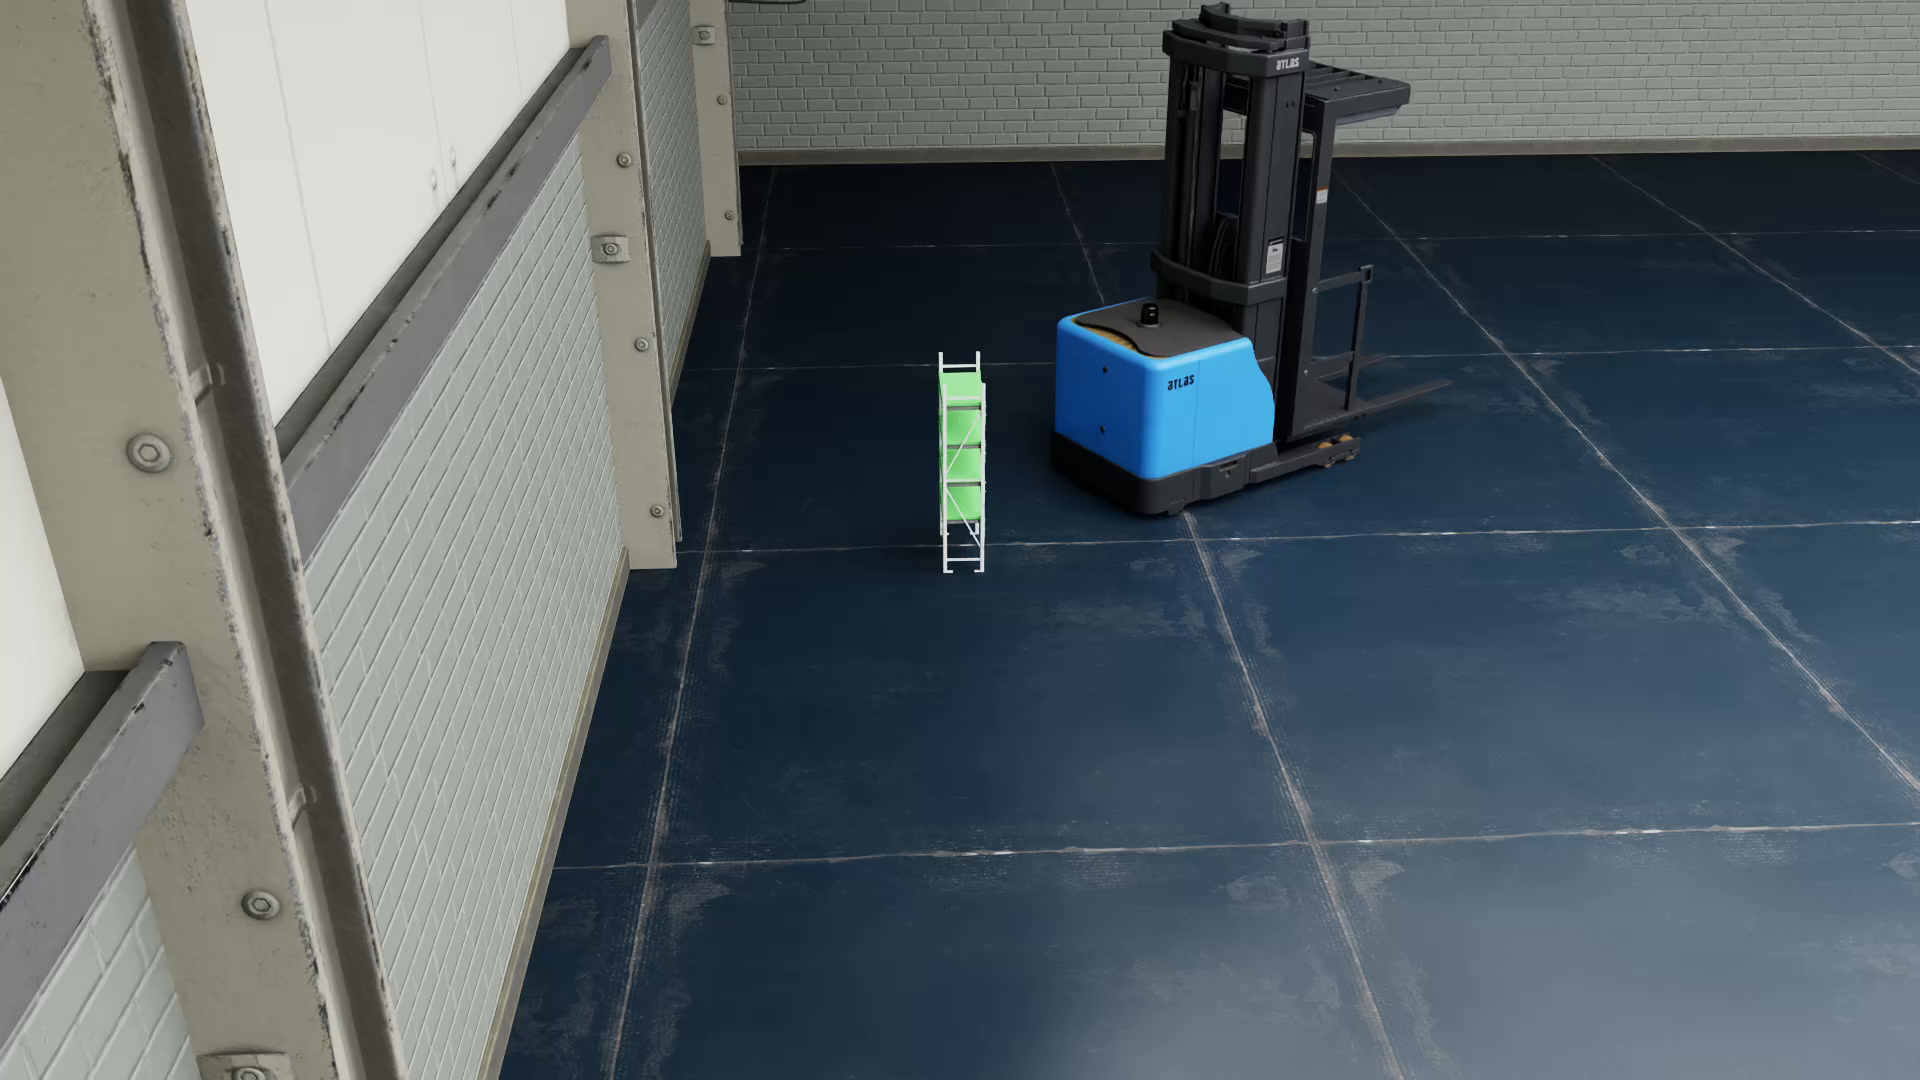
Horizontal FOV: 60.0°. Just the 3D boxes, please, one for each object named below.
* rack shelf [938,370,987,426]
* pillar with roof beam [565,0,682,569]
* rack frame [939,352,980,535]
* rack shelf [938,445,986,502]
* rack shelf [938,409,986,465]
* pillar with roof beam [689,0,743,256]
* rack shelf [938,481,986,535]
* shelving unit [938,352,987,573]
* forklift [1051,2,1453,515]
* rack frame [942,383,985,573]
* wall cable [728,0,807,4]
[{"bbox_3d":[0.009,-0.824,9.634,0.258,0.148,0.480,-1,28,-3],"label":"rack shelf"},{"bbox_3d":[2.437,-4.015,8.217,9.100,9.000,0.400,-1,28,-3],"label":"pillar with roof beam"},{"bbox_3d":[-0.004,-0.568,10.042,0.240,1.200,0.015,-1,28,-3],"label":"rack frame"},{"bbox_3d":[0.009,-0.399,9.856,0.258,0.148,0.480,-1,28,-3],"label":"rack shelf"},{"bbox_3d":[0.009,-0.612,9.745,0.258,0.148,0.480,-1,28,-3],"label":"rack shelf"},{"bbox_3d":[2.124,-6.786,13.530,9.100,9.000,0.400,-1,28,-3],"label":"pillar with roof beam"},{"bbox_3d":[0.009,-0.186,9.966,0.258,0.148,0.480,-1,28,-3],"label":"rack shelf"},{"bbox_3d":[0.009,-0.456,9.826,0.258,1.200,0.503,-1,28,-3],"label":"shelving unit"},{"bbox_3d":[2.109,-1.972,10.861,3.031,2.935,1.130,-18,32,-30],"label":"forklift"},{"bbox_3d":[0.021,-0.343,9.610,0.240,1.200,0.015,-1,28,-3],"label":"rack frame"},{"bbox_3d":[-1.008,-6.697,16.718,3.097,2.526,0.112,-1,28,-3],"label":"wall cable"}]
